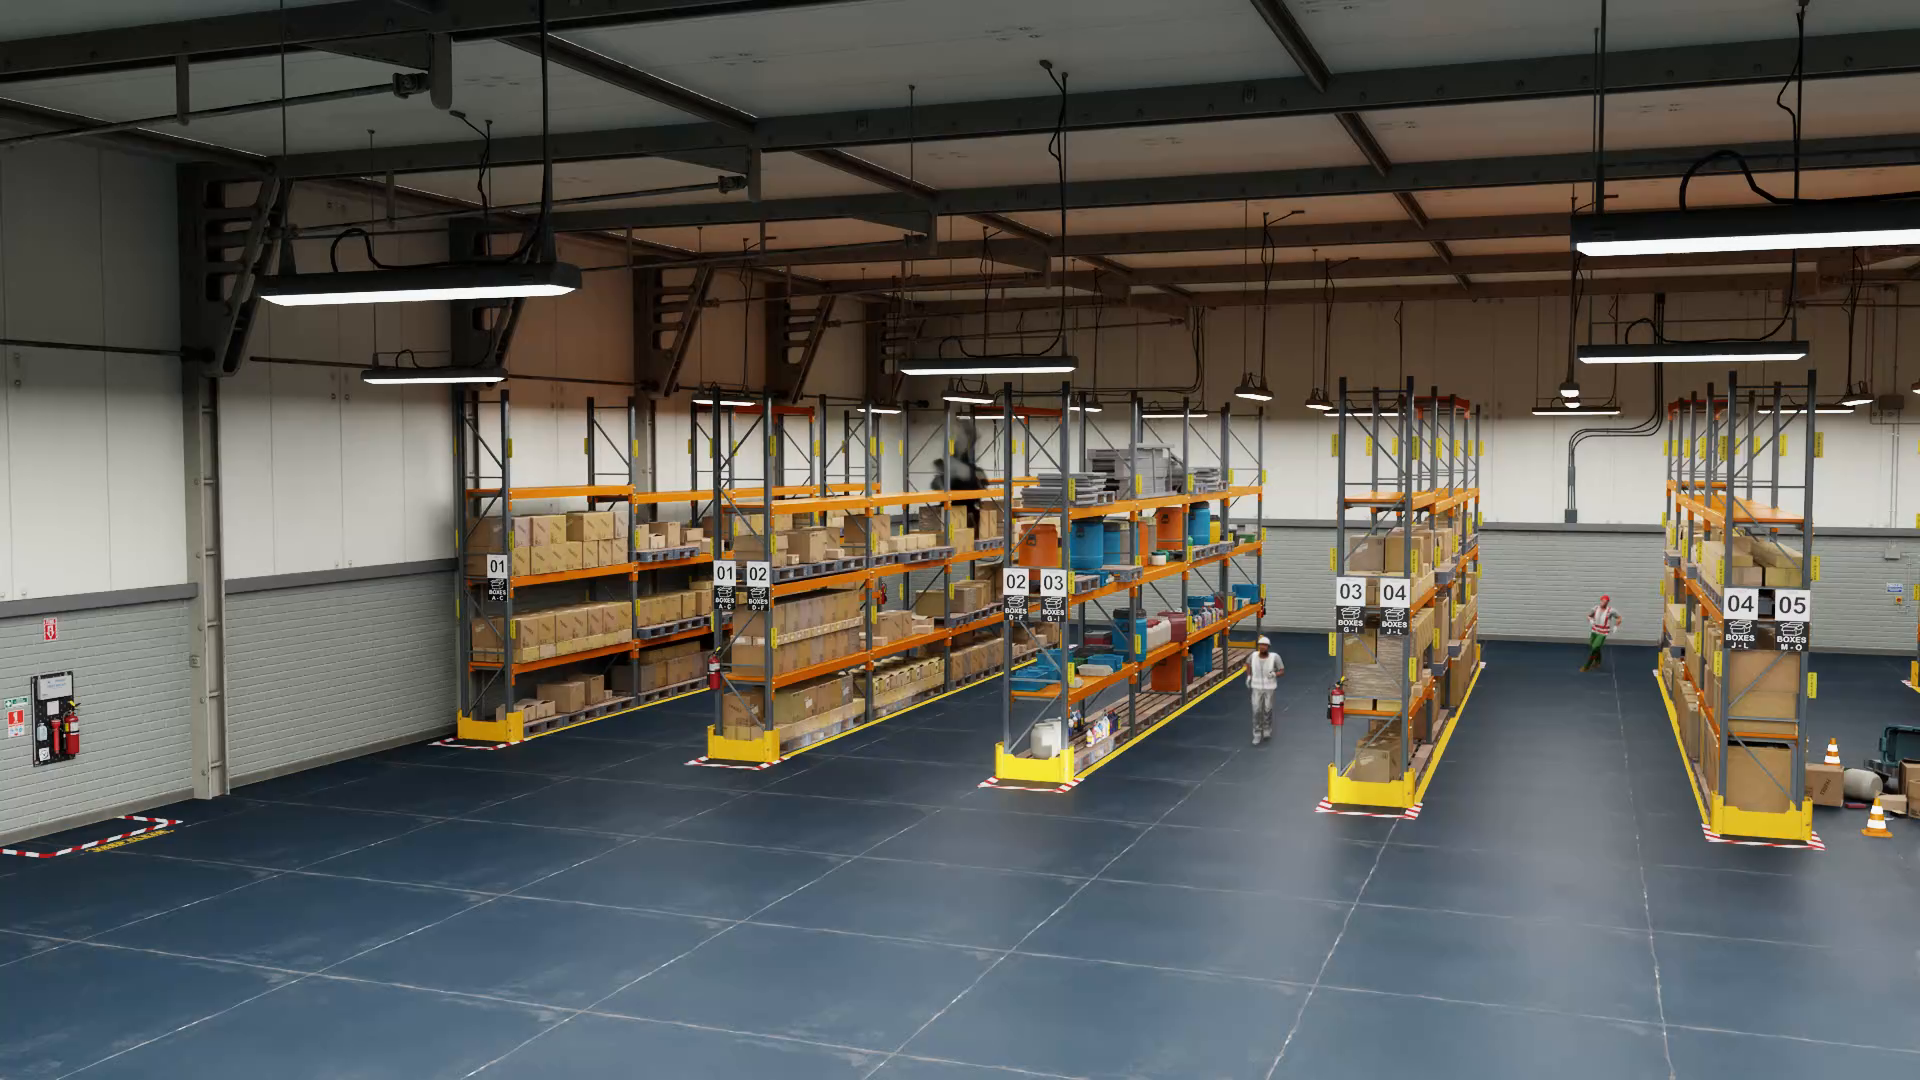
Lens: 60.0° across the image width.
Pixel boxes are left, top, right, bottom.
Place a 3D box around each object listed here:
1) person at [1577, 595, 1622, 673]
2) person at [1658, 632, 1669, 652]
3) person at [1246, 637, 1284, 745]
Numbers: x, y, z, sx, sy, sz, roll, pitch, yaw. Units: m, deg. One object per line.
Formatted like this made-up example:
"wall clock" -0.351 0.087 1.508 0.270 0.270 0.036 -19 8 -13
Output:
"person" 14.312 2.089 37.180 0.937 1.759 0.758 -3 4 -40
"person" 16.099 2.102 37.574 0.548 1.668 0.702 0 3 0
"person" 5.181 2.562 28.288 0.664 1.838 0.784 1 3 14
